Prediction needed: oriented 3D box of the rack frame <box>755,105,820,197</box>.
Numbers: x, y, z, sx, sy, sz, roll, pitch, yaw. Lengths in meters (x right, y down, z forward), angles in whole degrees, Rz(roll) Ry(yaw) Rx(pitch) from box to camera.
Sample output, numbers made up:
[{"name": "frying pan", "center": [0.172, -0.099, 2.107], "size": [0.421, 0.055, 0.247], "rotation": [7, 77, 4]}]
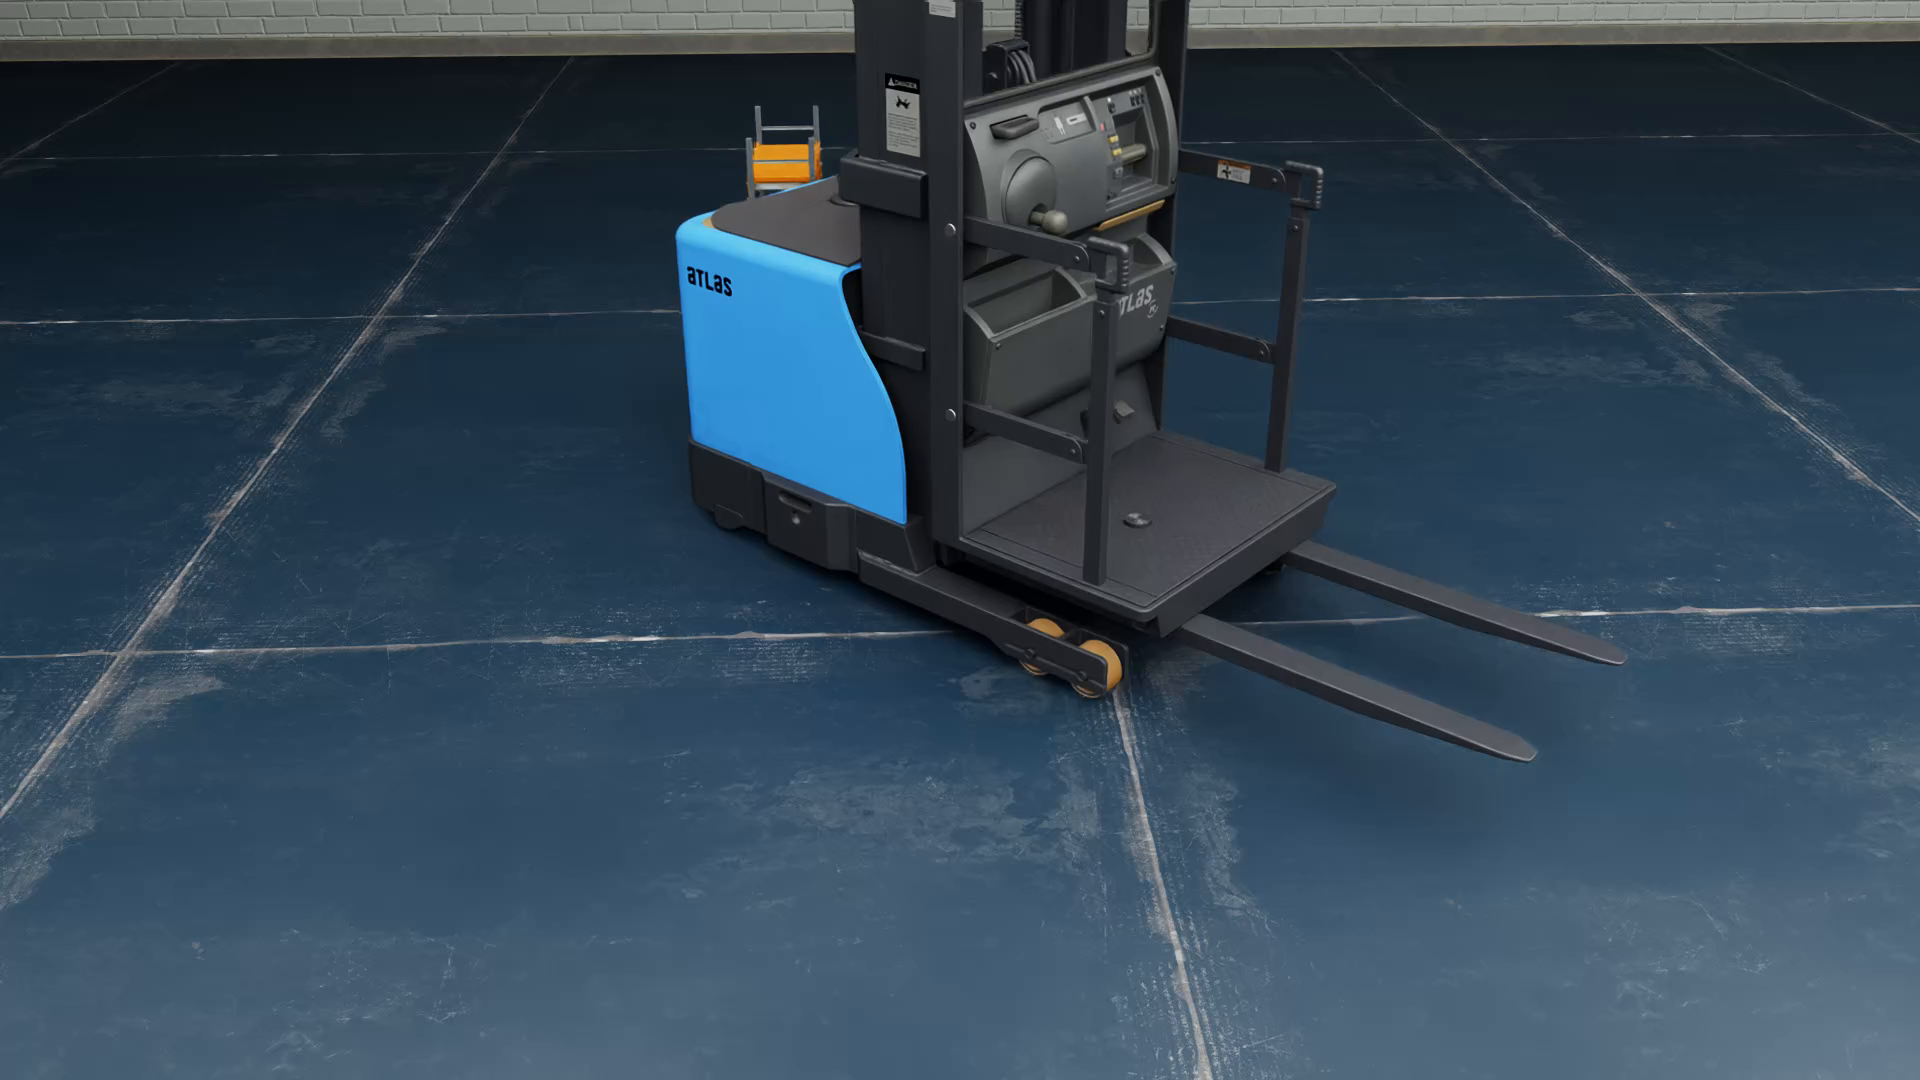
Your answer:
[{"name": "rack frame", "center": [-0.659, -1.116, 6.592], "size": [0.240, 1.200, 0.015], "rotation": [-1, 28, -2]}]

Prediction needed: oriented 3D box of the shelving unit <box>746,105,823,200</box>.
[{"name": "shelving unit", "center": [-0.648, -1.003, 6.376], "size": [0.258, 1.200, 0.503], "rotation": [-1, 28, -2]}]

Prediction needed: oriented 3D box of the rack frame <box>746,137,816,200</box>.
[{"name": "rack frame", "center": [-0.638, -0.890, 6.160], "size": [0.240, 1.200, 0.015], "rotation": [-1, 28, -2]}]

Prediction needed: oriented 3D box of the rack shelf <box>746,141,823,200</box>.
[{"name": "rack shelf", "center": [-0.648, -1.352, 6.194], "size": [0.258, 0.148, 0.480], "rotation": [-1, 28, -2]}]

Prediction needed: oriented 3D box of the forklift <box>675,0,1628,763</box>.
[{"name": "forklift", "center": [0.501, -1.114, 4.716], "size": [3.031, 2.935, 1.130], "rotation": [22, 34, 35]}]
